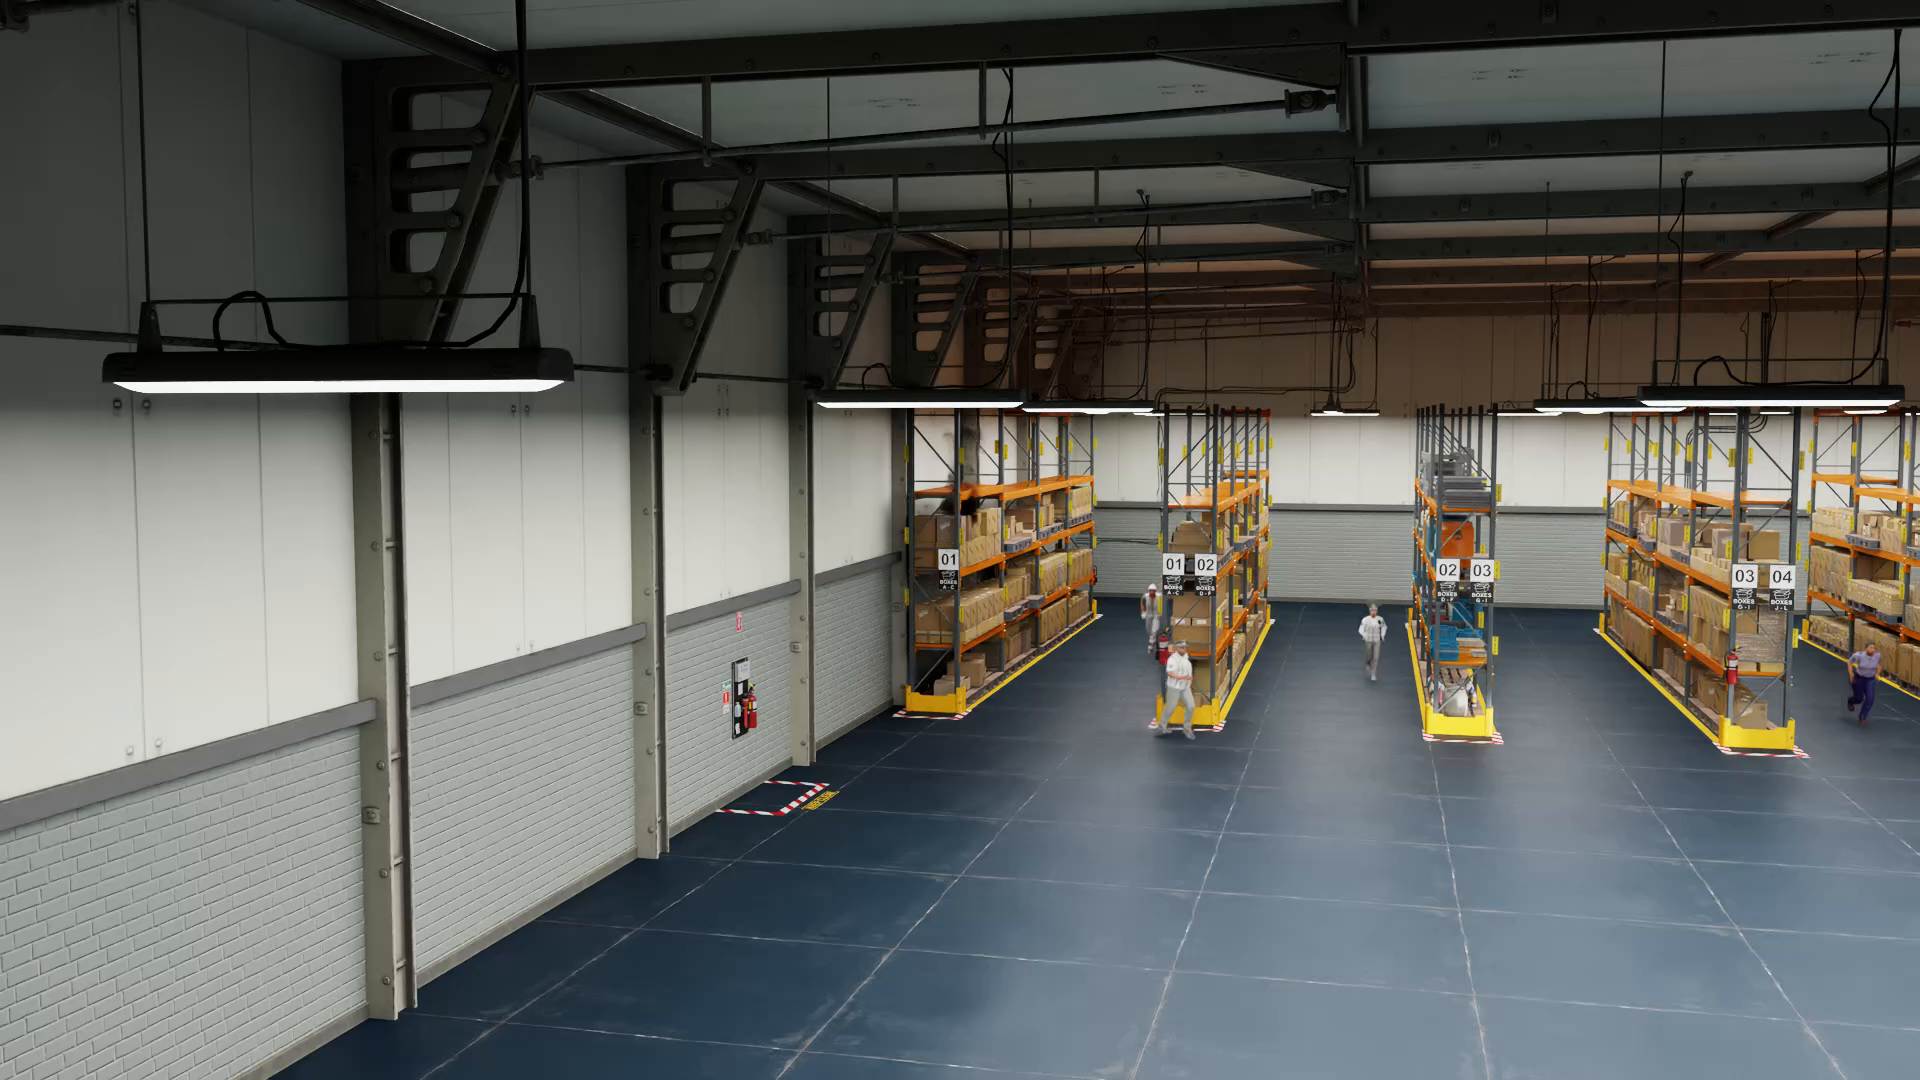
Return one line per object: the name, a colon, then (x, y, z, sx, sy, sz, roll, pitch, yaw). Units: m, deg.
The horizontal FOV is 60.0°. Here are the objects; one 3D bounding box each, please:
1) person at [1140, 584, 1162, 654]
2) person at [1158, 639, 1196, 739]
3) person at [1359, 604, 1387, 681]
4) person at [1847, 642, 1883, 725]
person: (4.761, 1.916, 40.843, 0.659, 1.722, 0.910, 1, 4, 10)
person: (3.922, 2.679, 29.874, 0.647, 1.844, 0.844, -3, 5, -37)
person: (9.091, 2.227, 36.601, 0.605, 1.672, 0.819, 1, 4, 10)
person: (17.055, 2.676, 31.421, 0.606, 1.601, 0.821, 0, 4, 3)
